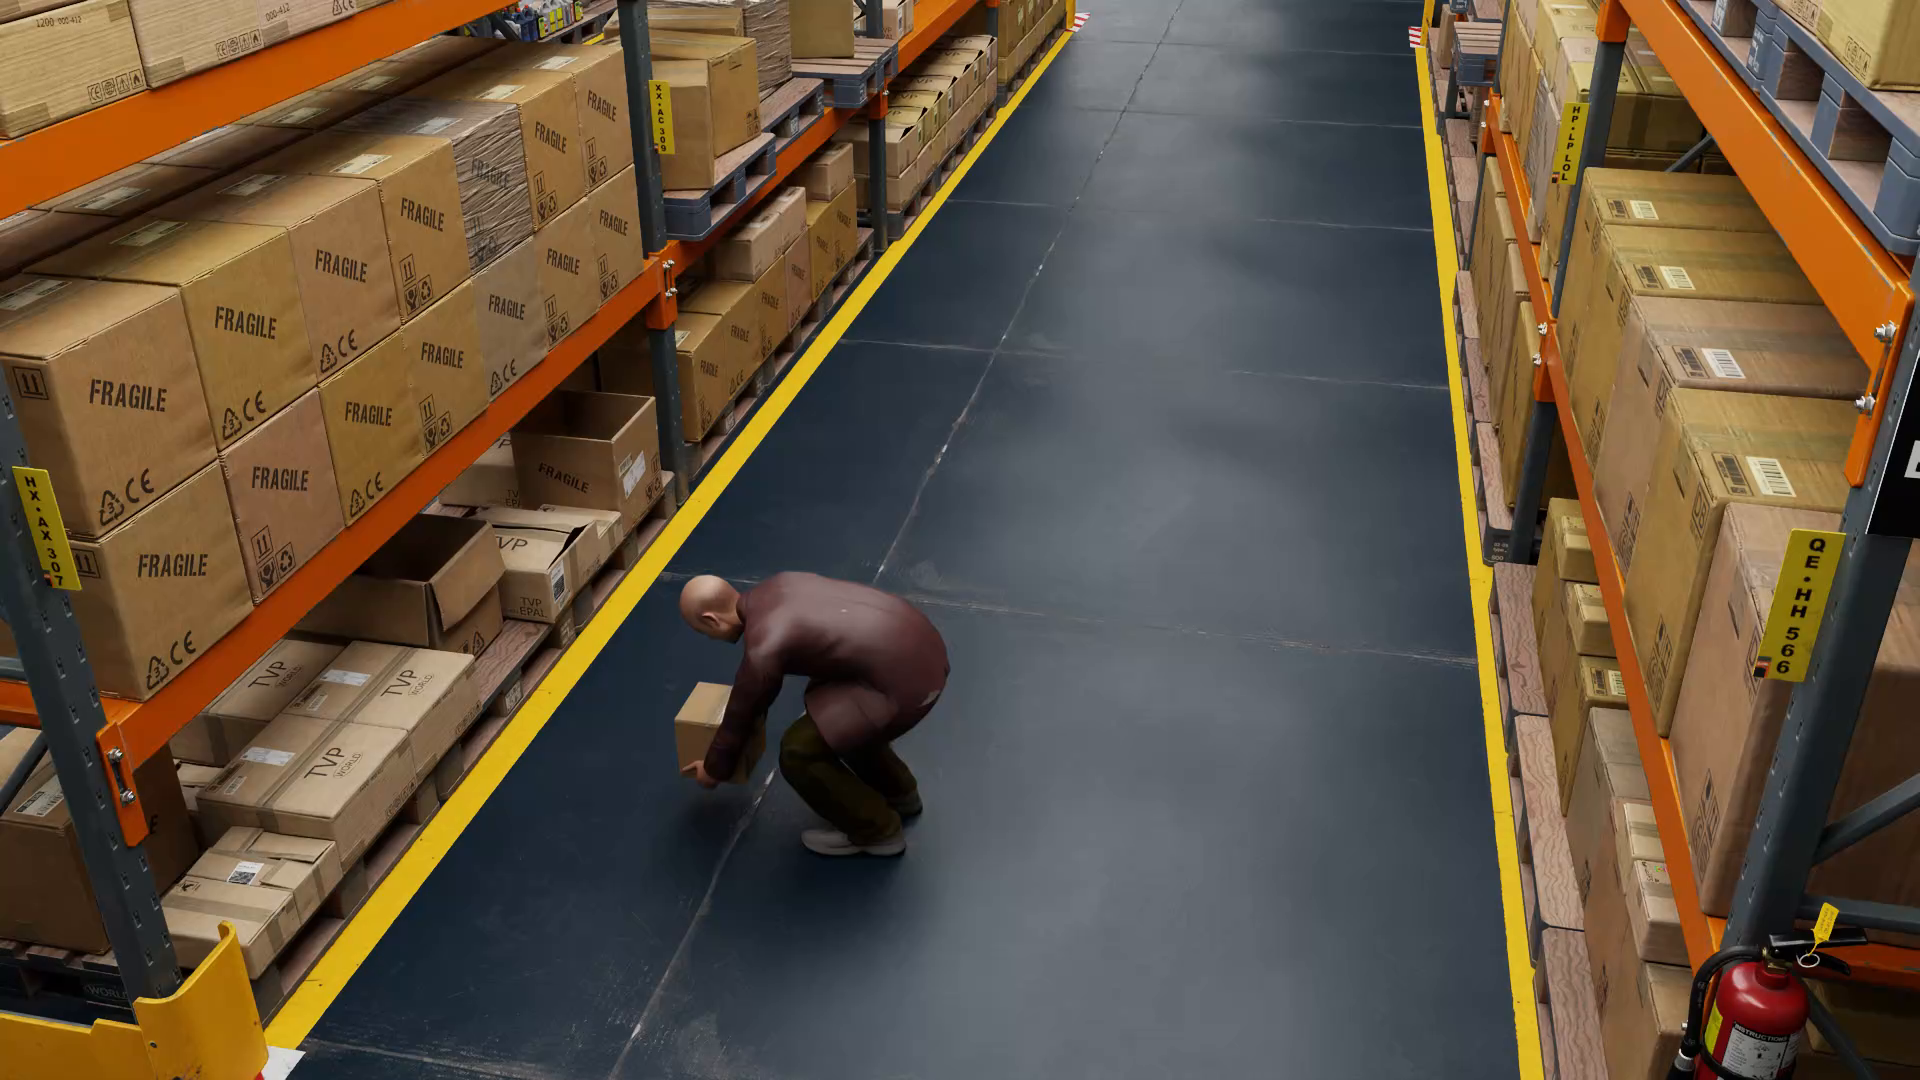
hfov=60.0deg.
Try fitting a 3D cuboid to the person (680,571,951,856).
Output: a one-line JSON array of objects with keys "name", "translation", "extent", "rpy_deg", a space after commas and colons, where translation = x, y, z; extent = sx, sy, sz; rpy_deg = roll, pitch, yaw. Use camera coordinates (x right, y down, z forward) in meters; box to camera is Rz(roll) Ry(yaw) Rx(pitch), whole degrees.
[{"name": "person", "translation": [-0.509, 0.594, 5.870], "extent": [0.952, 0.989, 0.594], "rpy_deg": [5, 29, 9]}]
